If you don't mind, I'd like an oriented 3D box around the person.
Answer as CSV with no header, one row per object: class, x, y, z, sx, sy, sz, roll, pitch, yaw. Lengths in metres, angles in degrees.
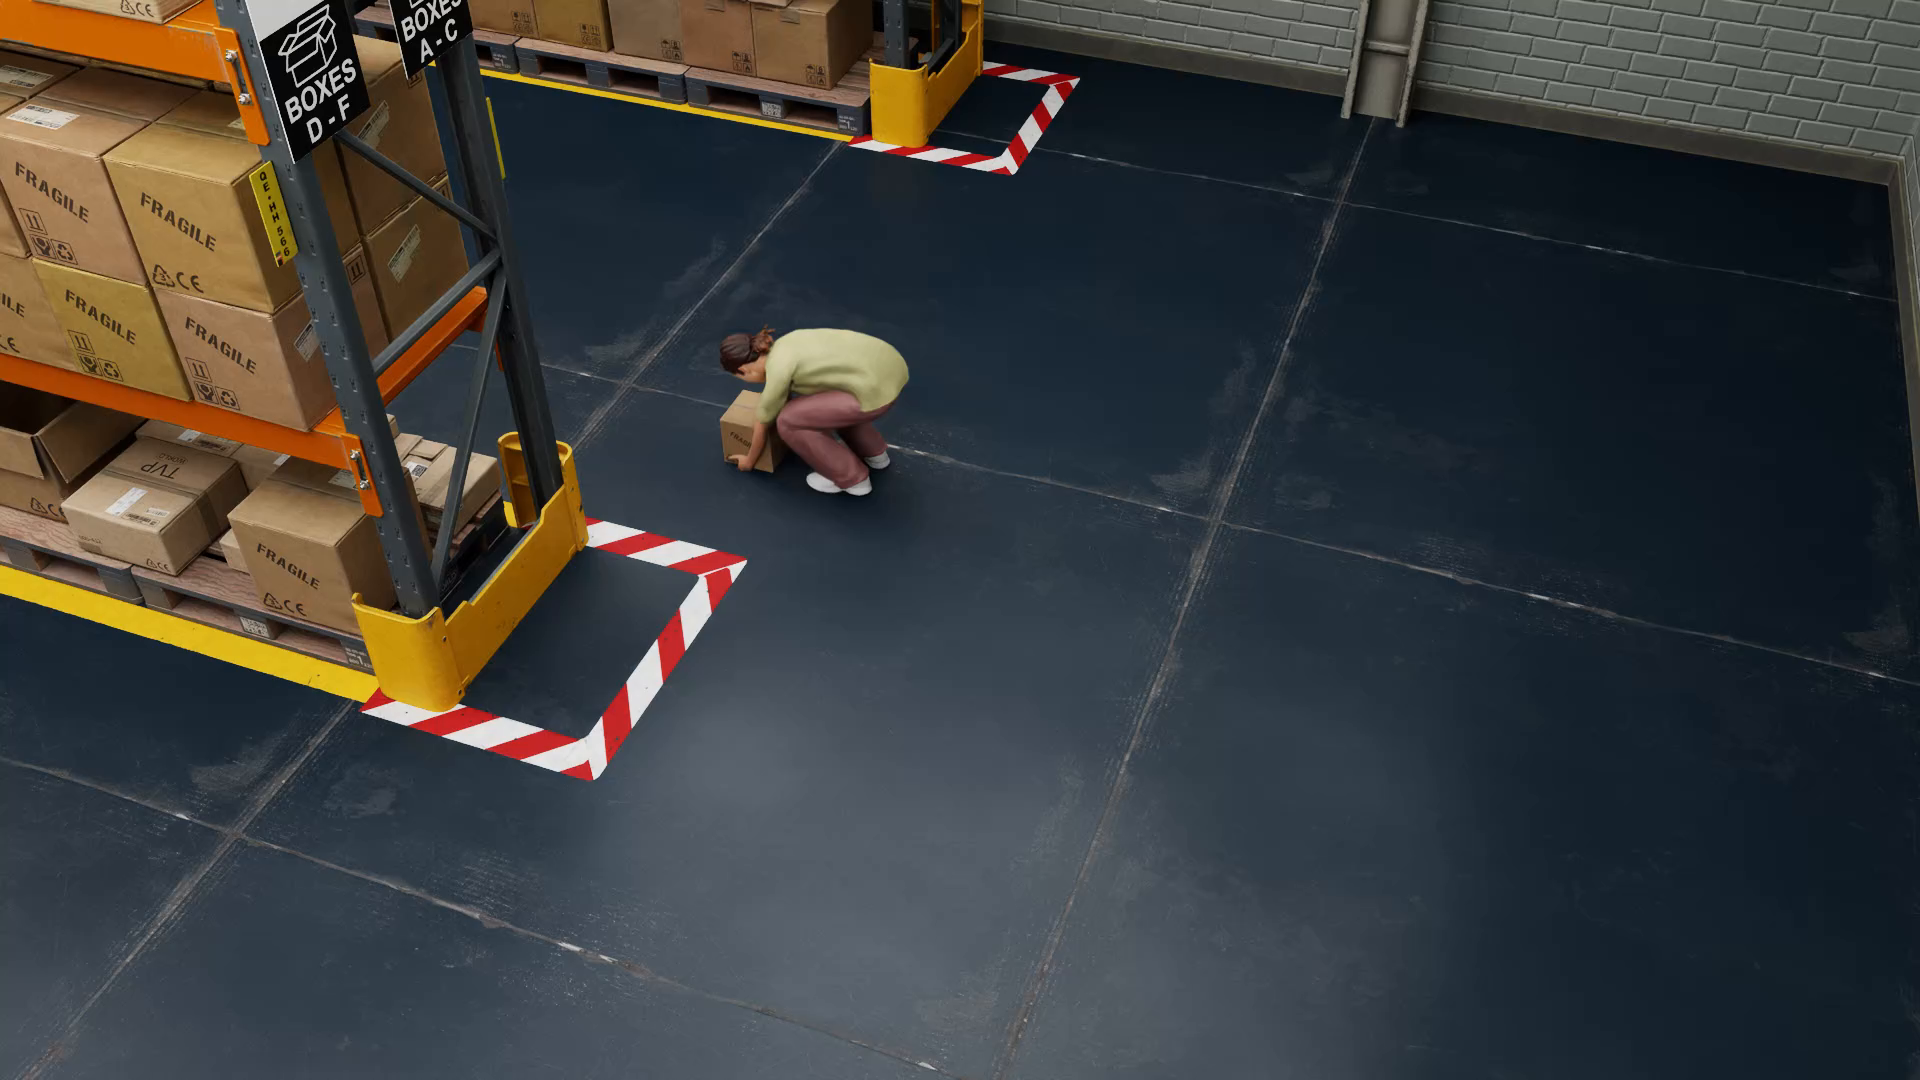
person,-0.662,-0.614,7.565,0.867,0.756,0.463,12,43,14
